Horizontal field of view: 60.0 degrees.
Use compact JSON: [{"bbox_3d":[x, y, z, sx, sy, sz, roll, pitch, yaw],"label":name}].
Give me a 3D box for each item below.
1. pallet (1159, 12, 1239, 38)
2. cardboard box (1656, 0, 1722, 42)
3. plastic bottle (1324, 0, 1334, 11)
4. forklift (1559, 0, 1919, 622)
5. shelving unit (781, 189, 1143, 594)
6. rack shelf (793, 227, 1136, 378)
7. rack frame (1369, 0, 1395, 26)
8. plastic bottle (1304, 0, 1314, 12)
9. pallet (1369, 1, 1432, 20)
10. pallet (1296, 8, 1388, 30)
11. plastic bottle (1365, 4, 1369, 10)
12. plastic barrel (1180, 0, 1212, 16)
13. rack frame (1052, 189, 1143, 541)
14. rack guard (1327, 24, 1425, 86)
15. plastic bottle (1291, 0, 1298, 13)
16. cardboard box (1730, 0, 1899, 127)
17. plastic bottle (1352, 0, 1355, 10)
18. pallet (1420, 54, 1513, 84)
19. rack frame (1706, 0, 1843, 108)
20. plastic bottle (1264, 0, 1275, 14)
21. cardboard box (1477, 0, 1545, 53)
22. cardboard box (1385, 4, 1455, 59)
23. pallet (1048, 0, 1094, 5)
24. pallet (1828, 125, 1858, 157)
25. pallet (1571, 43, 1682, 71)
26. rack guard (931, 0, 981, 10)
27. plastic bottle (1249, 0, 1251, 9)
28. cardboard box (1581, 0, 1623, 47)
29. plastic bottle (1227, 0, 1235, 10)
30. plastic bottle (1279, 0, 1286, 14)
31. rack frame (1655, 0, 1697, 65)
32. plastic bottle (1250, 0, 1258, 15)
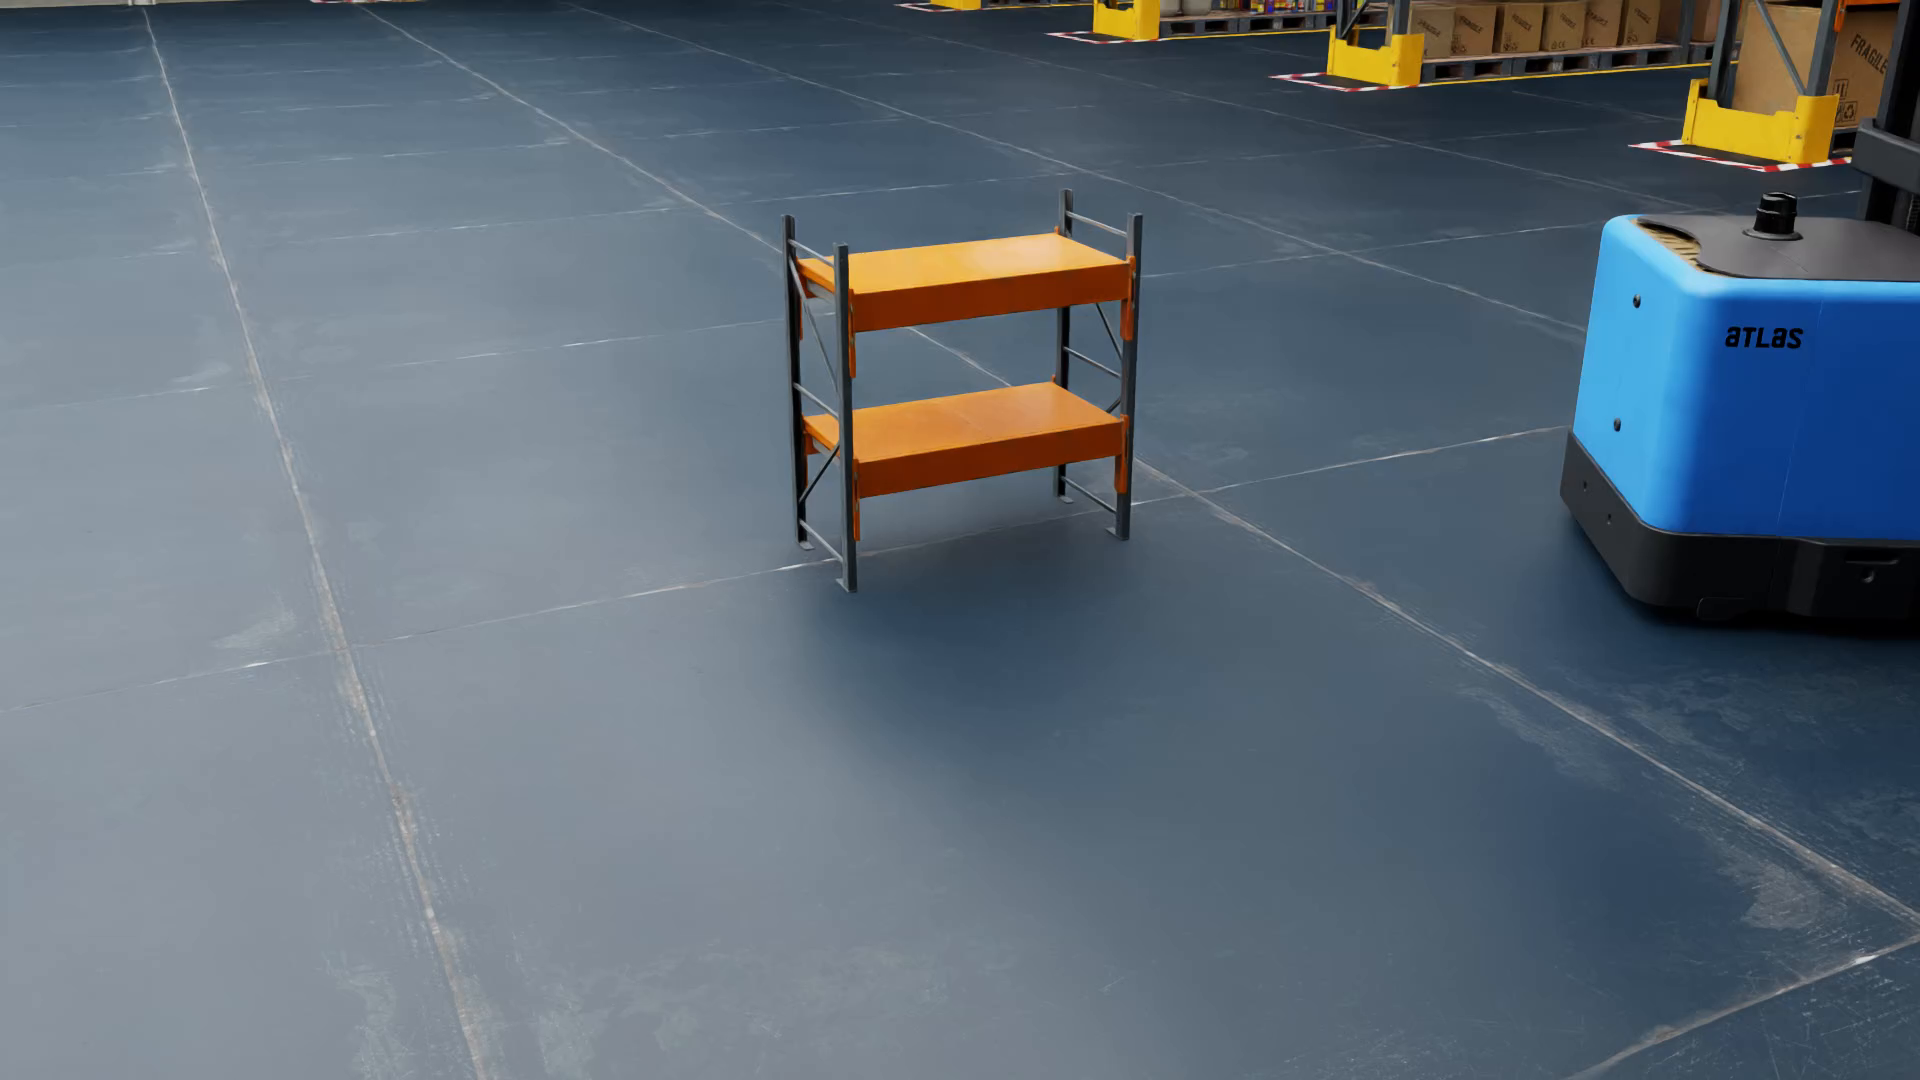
[{"bbox_3d":[2.879,-6.778,21.848,1.213,0.211,1.003,-10,25,-24],"label":"pallet"},{"bbox_3d":[8.411,-6.004,19.025,0.500,0.500,0.700,-13,26,-28],"label":"cardboard box"},{"bbox_3d":[4.943,-7.237,22.287,0.133,0.283,0.061,-9,24,-20],"label":"plastic bottle"},{"bbox_3d":[3.617,-1.235,4.901,3.031,2.935,1.130,2,23,5],"label":"forklift"},{"bbox_3d":[0.006,-0.521,5.538,1.048,1.125,0.538,-10,25,-24],"label":"shelving unit"},{"bbox_3d":[0.006,-0.791,5.426,1.000,0.278,0.538,-10,25,-24],"label":"rack shelf"},{"bbox_3d":[5.700,-8.568,22.527,0.127,3.000,1.000,-10,25,-24],"label":"rack frame"},{"bbox_3d":[4.633,-7.196,22.197,0.135,0.276,0.152,-10,24,-23],"label":"plastic bottle"},{"bbox_3d":[6.391,-7.423,23.407,1.213,0.211,1.003,-10,25,-24],"label":"pallet"},{"bbox_3d":[5.077,-7.183,22.826,1.213,0.211,1.003,-10,25,-24],"label":"pallet"},{"bbox_3d":[5.509,-7.311,22.573,0.097,0.201,0.097,0,22,0],"label":"plastic bottle"},{"bbox_3d":[3.108,-7.168,21.848,0.421,0.512,0.421,0,22,0],"label":"plastic barrel"},{"bbox_3d":[0.464,-0.605,5.741,0.032,1.125,0.500,-10,25,-24],"label":"rack frame"},{"bbox_3d":[4.313,-5.055,17.309,0.348,0.500,1.175,-10,25,-24],"label":"rack guard"},{"bbox_3d":[4.447,-7.148,22.087,0.097,0.271,0.097,0,22,0],"label":"plastic bottle"},{"bbox_3d":[6.887,-3.819,13.283,0.875,0.875,0.875,-10,25,-23],"label":"cardboard box"},{"bbox_3d":[5.245,-7.341,22.451,0.185,0.351,0.144,-11,25,-25],"label":"plastic bottle"},{"bbox_3d":[5.060,-5.044,17.660,1.213,0.211,1.003,-10,25,-24],"label":"pallet"},{"bbox_3d":[6.304,-4.471,12.630,0.127,3.000,1.000,-10,25,-24],"label":"rack frame"},{"bbox_3d":[4.077,-7.077,21.902,0.133,0.283,0.061,-10,25,-23],"label":"plastic bottle"},{"bbox_3d":[5.910,-5.543,17.937,0.500,0.500,0.500,-8,24,-19],"label":"cardboard box"},{"bbox_3d":[4.814,-5.334,17.434,0.500,0.500,0.500,-6,23,-14],"label":"cardboard box"},{"bbox_3d":[1.720,-8.666,26.409,1.213,0.211,1.003,-10,25,-24],"label":"pallet"},{"bbox_3d":[6.991,-3.343,13.549,1.213,0.211,1.003,-10,25,-24],"label":"pallet"},{"bbox_3d":[7.259,-5.449,18.638,1.213,0.211,1.003,-10,25,-24],"label":"pallet"},{"bbox_3d":[-0.070,-8.453,25.518,0.348,0.500,1.175,-10,25,-24],"label":"rack guard"},{"bbox_3d":[3.925,-7.360,22.595,0.135,0.276,0.152,-11,25,-25],"label":"plastic bottle"},{"bbox_3d":[6.958,-5.750,18.438,0.500,0.500,0.500,-3,23,-7],"label":"cardboard box"},{"bbox_3d":[3.658,-7.334,22.522,0.133,0.283,0.061,-10,24,-22],"label":"plastic bottle"},{"bbox_3d":[4.264,-7.114,22.006,0.097,0.271,0.097,0,22,0],"label":"plastic bottle"},{"bbox_3d":[7.849,-6.861,18.403,0.127,3.000,1.000,-10,25,-24],"label":"rack frame"},{"bbox_3d":[3.865,-7.041,21.829,0.097,0.271,0.097,0,22,0],"label":"plastic bottle"}]
